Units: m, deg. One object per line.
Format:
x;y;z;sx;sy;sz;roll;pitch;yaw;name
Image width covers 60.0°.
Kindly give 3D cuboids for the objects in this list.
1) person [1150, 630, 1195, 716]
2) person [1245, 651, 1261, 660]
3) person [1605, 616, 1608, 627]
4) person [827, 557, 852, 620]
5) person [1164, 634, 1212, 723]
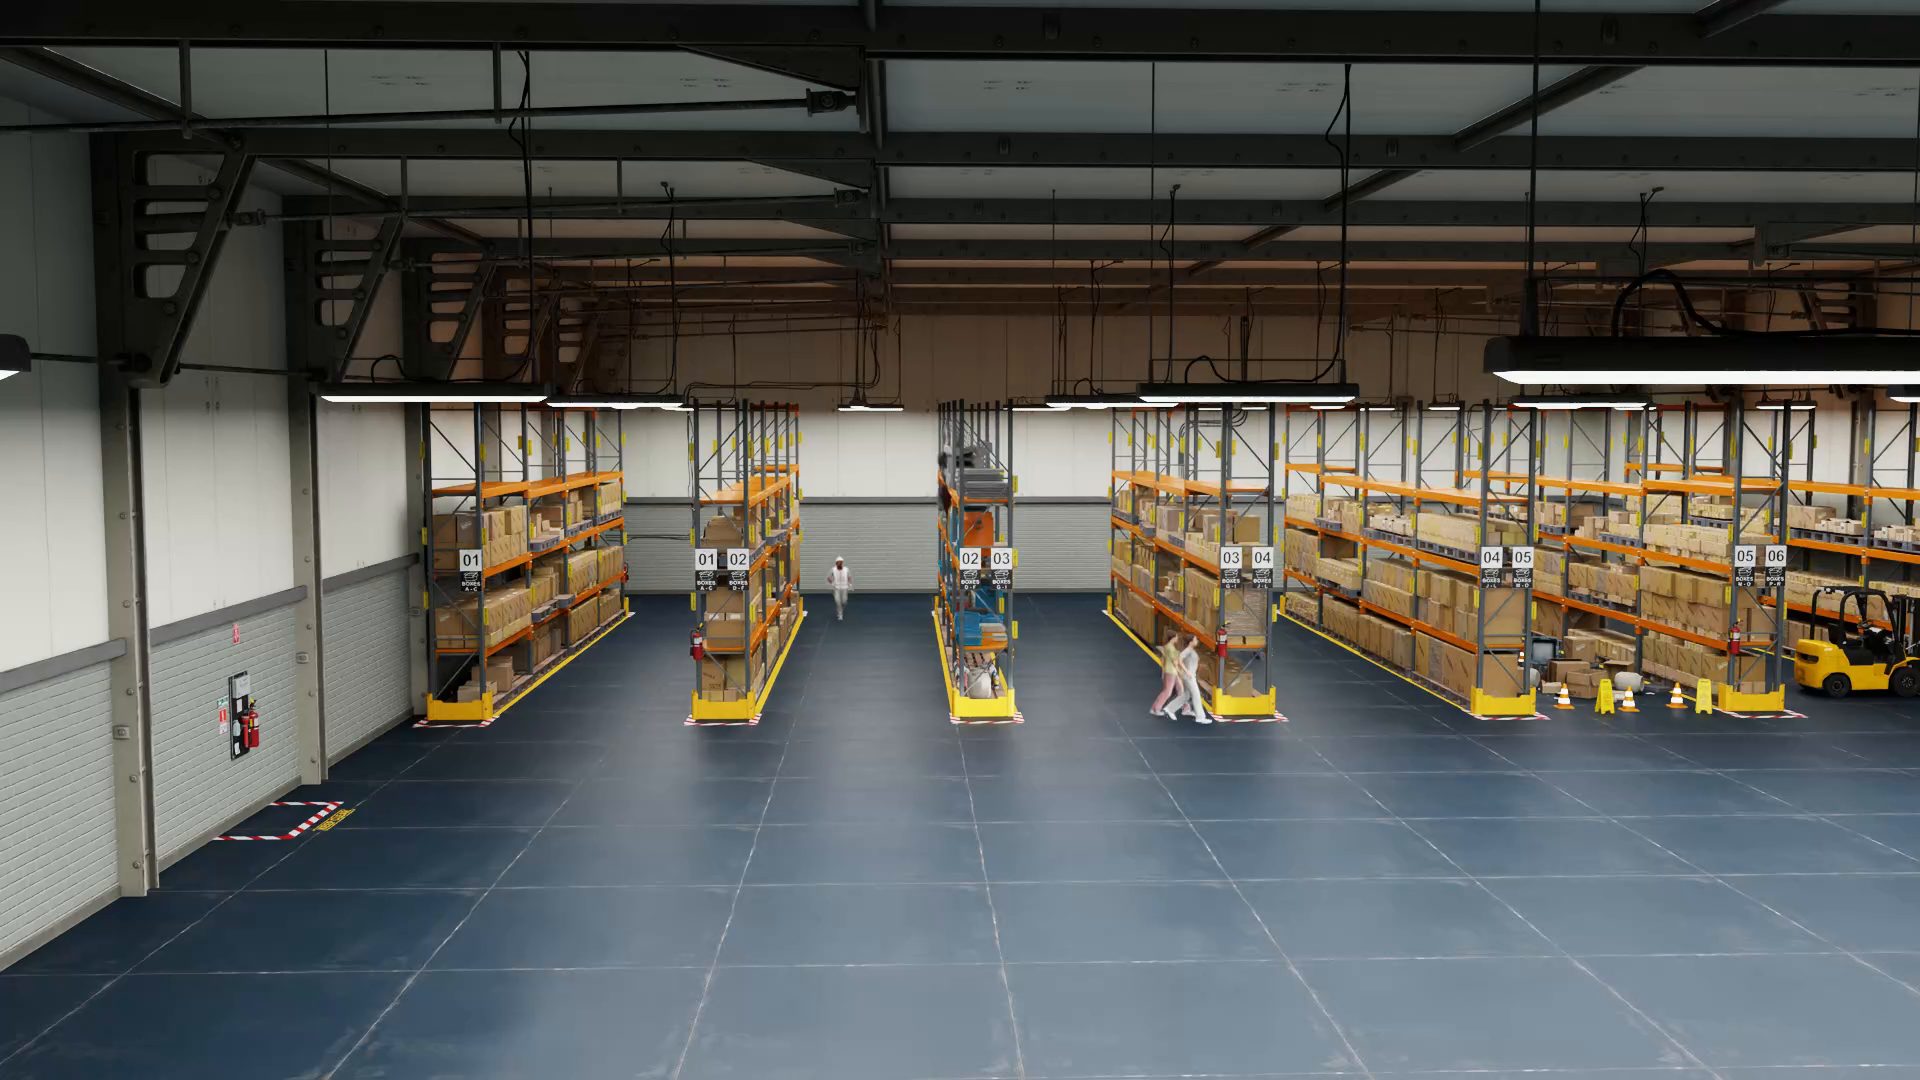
4.031;2.516;31.482;0.880;1.624;0.456;0;4;0;person
6.864;1.914;39.023;0.654;1.704;0.874;-1;4;-9;person
17.114;1.473;44.516;0.671;1.776;0.707;-1;5;-17;person
-3.355;1.349;46.294;0.683;1.740;0.616;-1;4;-13;person
4.201;2.546;30.663;0.899;1.656;0.573;1;4;14;person
